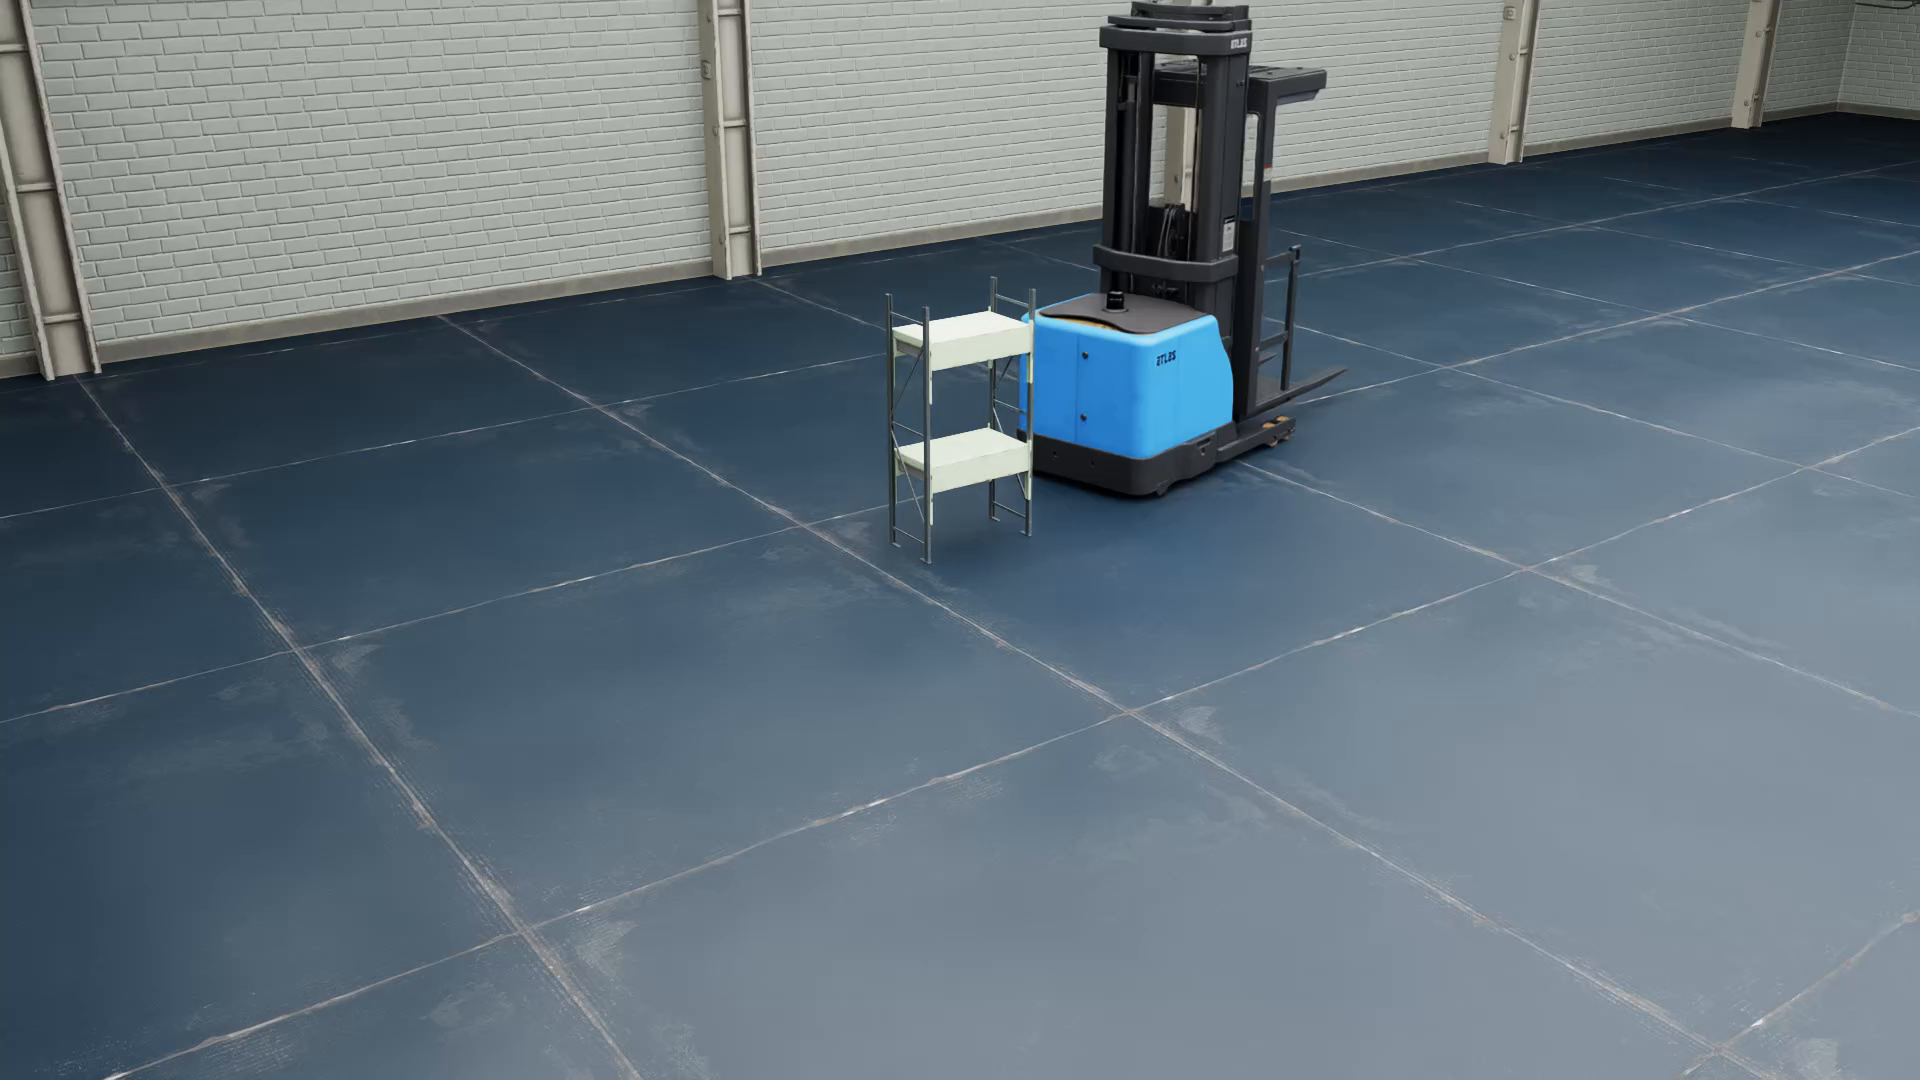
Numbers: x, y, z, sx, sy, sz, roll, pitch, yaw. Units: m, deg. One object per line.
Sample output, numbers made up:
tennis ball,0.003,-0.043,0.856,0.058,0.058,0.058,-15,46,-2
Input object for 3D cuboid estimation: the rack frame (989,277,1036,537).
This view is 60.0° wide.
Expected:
rack frame,0.303,-0.777,9.821,0.023,1.500,0.400,-15,26,-33

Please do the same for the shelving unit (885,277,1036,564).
shelving unit,0.005,-0.698,9.622,0.755,1.500,0.431,-15,26,-33

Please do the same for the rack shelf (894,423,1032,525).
rack shelf,0.005,-0.395,9.743,0.720,0.370,0.431,-15,26,-33

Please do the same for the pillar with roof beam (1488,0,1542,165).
pillar with roof beam,10.044,-8.118,18.098,0.400,9.000,9.100,-15,26,-33

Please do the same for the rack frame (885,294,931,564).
rack frame,-0.292,-0.619,9.424,0.023,1.500,0.400,-15,26,-33

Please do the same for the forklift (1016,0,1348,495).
forklift,1.704,-2.112,11.234,1.130,2.935,3.031,17,28,37

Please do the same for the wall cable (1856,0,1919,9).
wall cable,15.564,-9.509,25.775,0.112,2.526,3.097,-15,26,-33

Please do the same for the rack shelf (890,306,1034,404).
rack shelf,0.005,-1.061,9.477,0.720,0.370,0.431,-15,26,-33

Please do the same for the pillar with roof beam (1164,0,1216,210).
pillar with roof beam,5.173,-6.819,14.844,0.400,9.000,9.100,-15,26,-33

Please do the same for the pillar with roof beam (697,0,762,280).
pillar with roof beam,0.303,-5.521,11.589,0.400,9.000,9.100,-15,26,-33

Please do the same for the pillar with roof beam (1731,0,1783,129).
pillar with roof beam,14.914,-9.417,21.353,0.400,9.000,9.100,-15,26,-33

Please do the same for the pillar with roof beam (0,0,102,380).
pillar with roof beam,-4.568,-4.222,8.335,0.400,9.000,9.100,-15,26,-33
